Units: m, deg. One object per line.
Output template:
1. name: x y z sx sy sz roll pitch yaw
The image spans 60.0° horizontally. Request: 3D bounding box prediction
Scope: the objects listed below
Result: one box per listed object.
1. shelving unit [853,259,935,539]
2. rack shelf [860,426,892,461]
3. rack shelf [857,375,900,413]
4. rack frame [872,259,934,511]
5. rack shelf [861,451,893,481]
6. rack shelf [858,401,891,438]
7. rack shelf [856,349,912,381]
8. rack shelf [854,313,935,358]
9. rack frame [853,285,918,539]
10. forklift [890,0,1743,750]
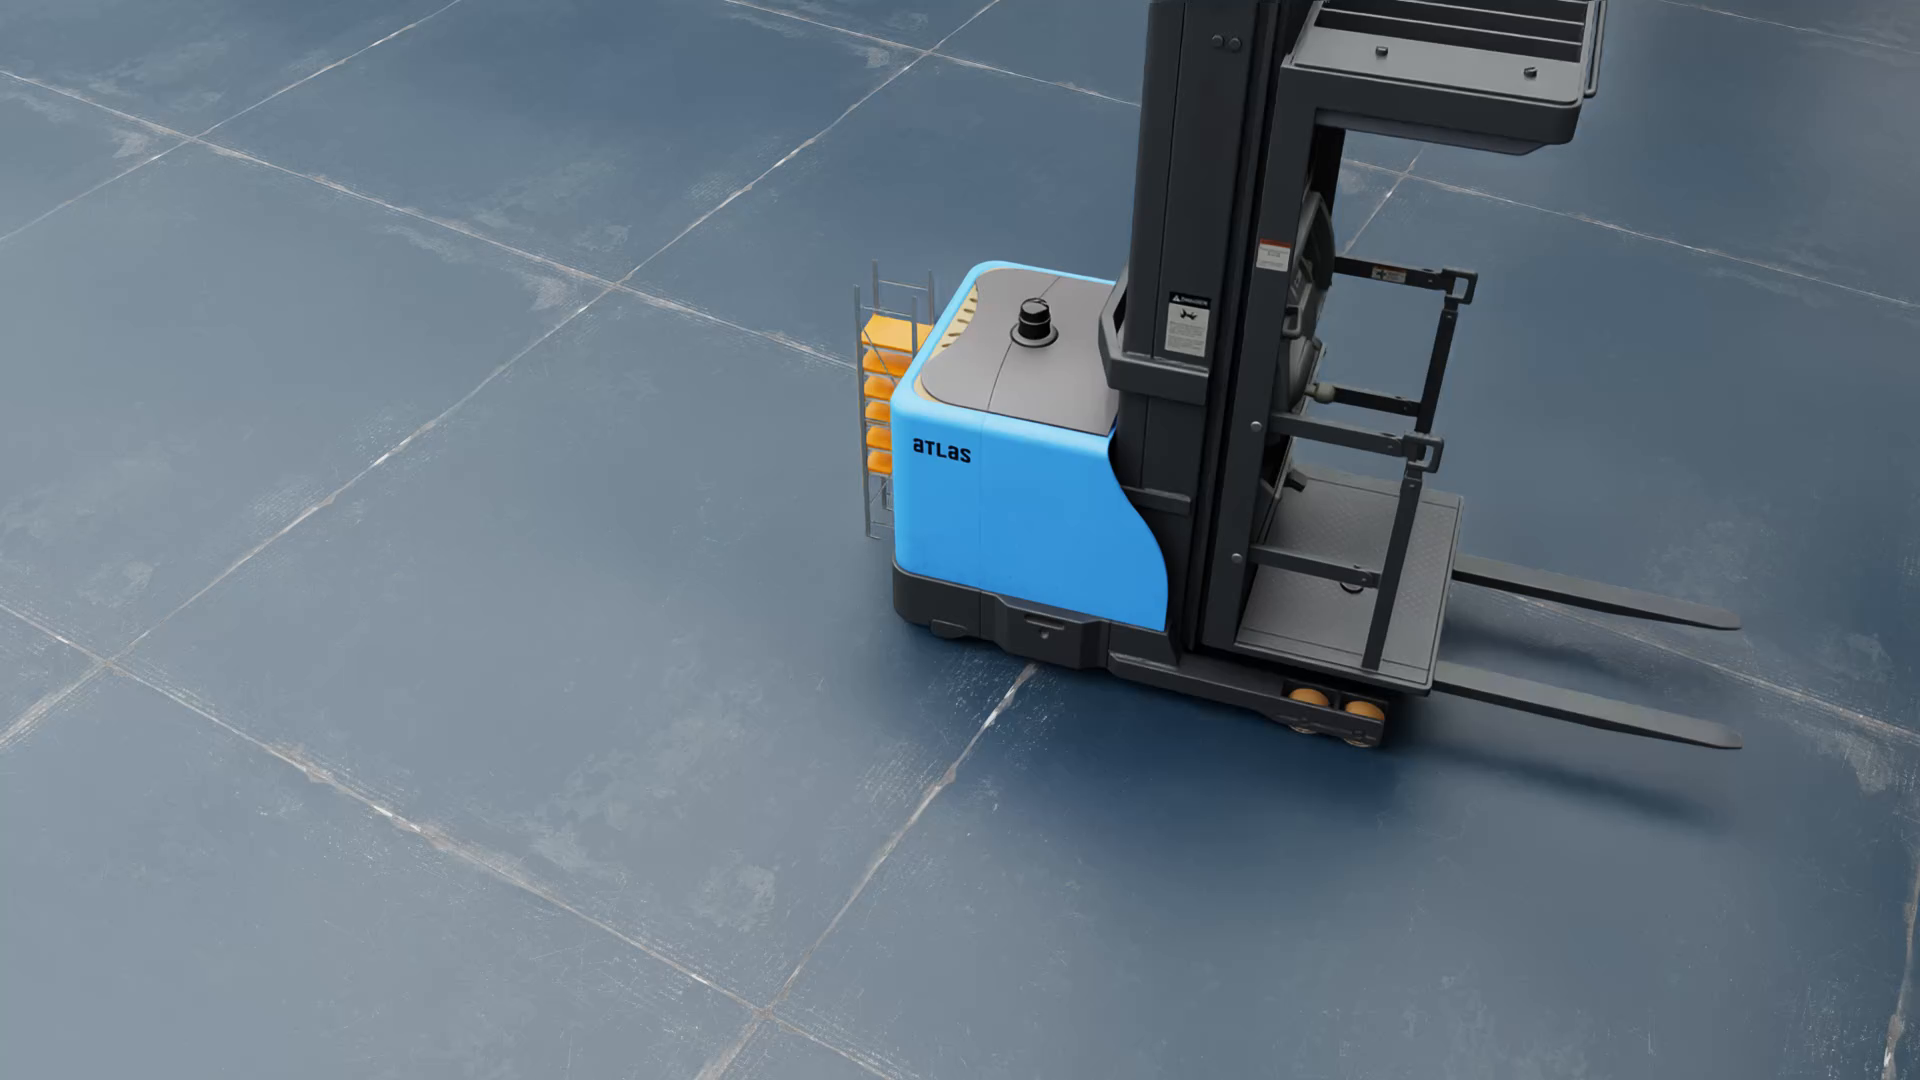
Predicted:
1. shelving unit: -0.239 -0.498 6.408 0.258 1.200 0.189 13 43 14
2. rack shelf: -0.239 -0.375 6.517 0.258 0.103 0.180 13 43 14
3. rack shelf: -0.239 -0.555 6.358 0.258 0.103 0.180 13 43 14
4. rack frame: -0.209 -0.556 6.473 0.240 1.200 0.006 13 43 14
5. rack shelf: -0.239 -0.285 6.596 0.258 0.103 0.180 13 43 14
6. rack shelf: -0.239 -0.465 6.437 0.258 0.103 0.180 13 43 14
7. rack shelf: -0.239 -0.645 6.279 0.258 0.103 0.180 13 43 14
8. rack shelf: -0.239 -0.735 6.199 0.258 0.103 0.180 13 43 14
9. rack frame: -0.269 -0.441 6.343 0.240 1.200 0.006 13 43 14
10. forklift: 1.319 -0.762 5.398 3.031 2.935 1.130 13 43 14
